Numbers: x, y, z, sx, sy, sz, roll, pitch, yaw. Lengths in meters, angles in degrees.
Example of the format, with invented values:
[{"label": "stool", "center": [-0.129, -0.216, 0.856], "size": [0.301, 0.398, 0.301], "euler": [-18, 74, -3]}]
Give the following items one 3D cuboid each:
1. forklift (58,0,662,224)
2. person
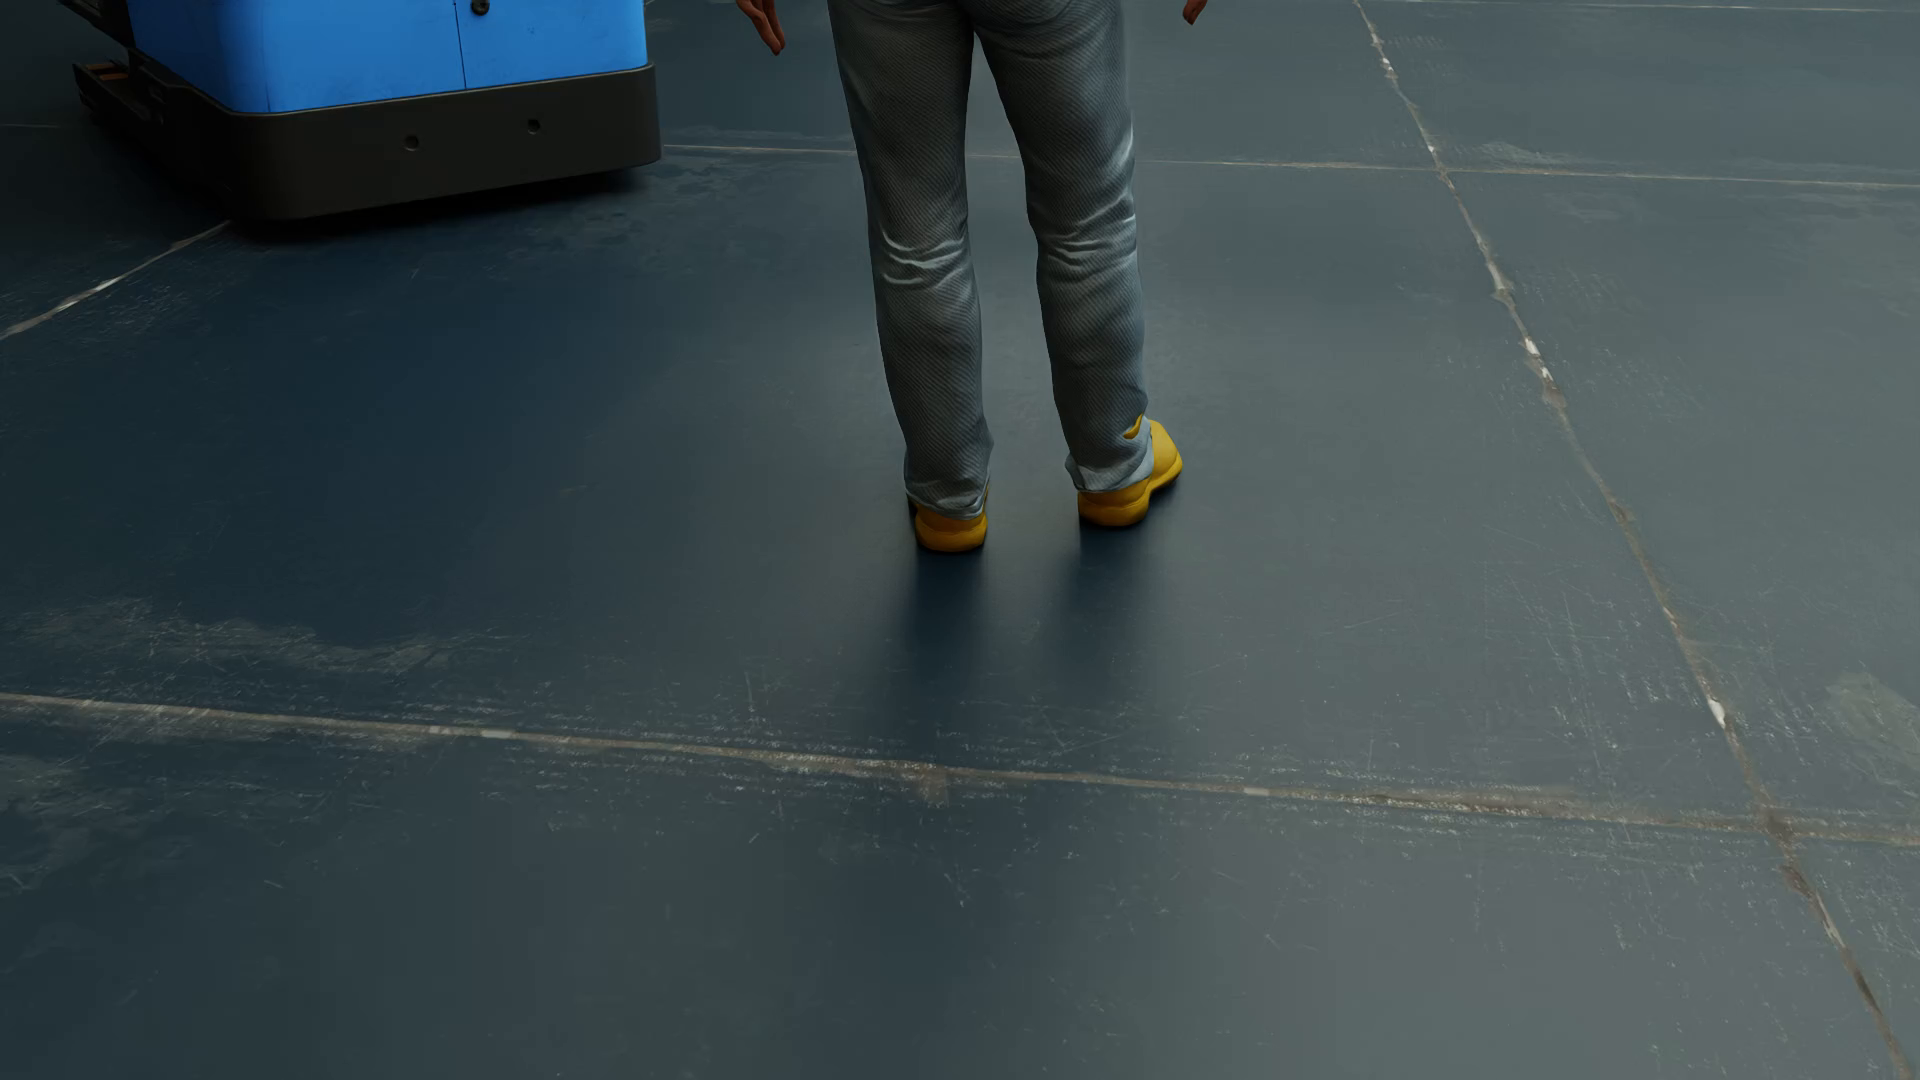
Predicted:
[{"label": "forklift", "center": [-2.045, -2.643, 4.515], "size": [1.130, 2.935, 3.031], "euler": [-18, 32, -31]}, {"label": "person", "center": [0.016, -0.827, 2.163], "size": [0.665, 1.765, 0.577], "euler": [3, 27, 7]}]
